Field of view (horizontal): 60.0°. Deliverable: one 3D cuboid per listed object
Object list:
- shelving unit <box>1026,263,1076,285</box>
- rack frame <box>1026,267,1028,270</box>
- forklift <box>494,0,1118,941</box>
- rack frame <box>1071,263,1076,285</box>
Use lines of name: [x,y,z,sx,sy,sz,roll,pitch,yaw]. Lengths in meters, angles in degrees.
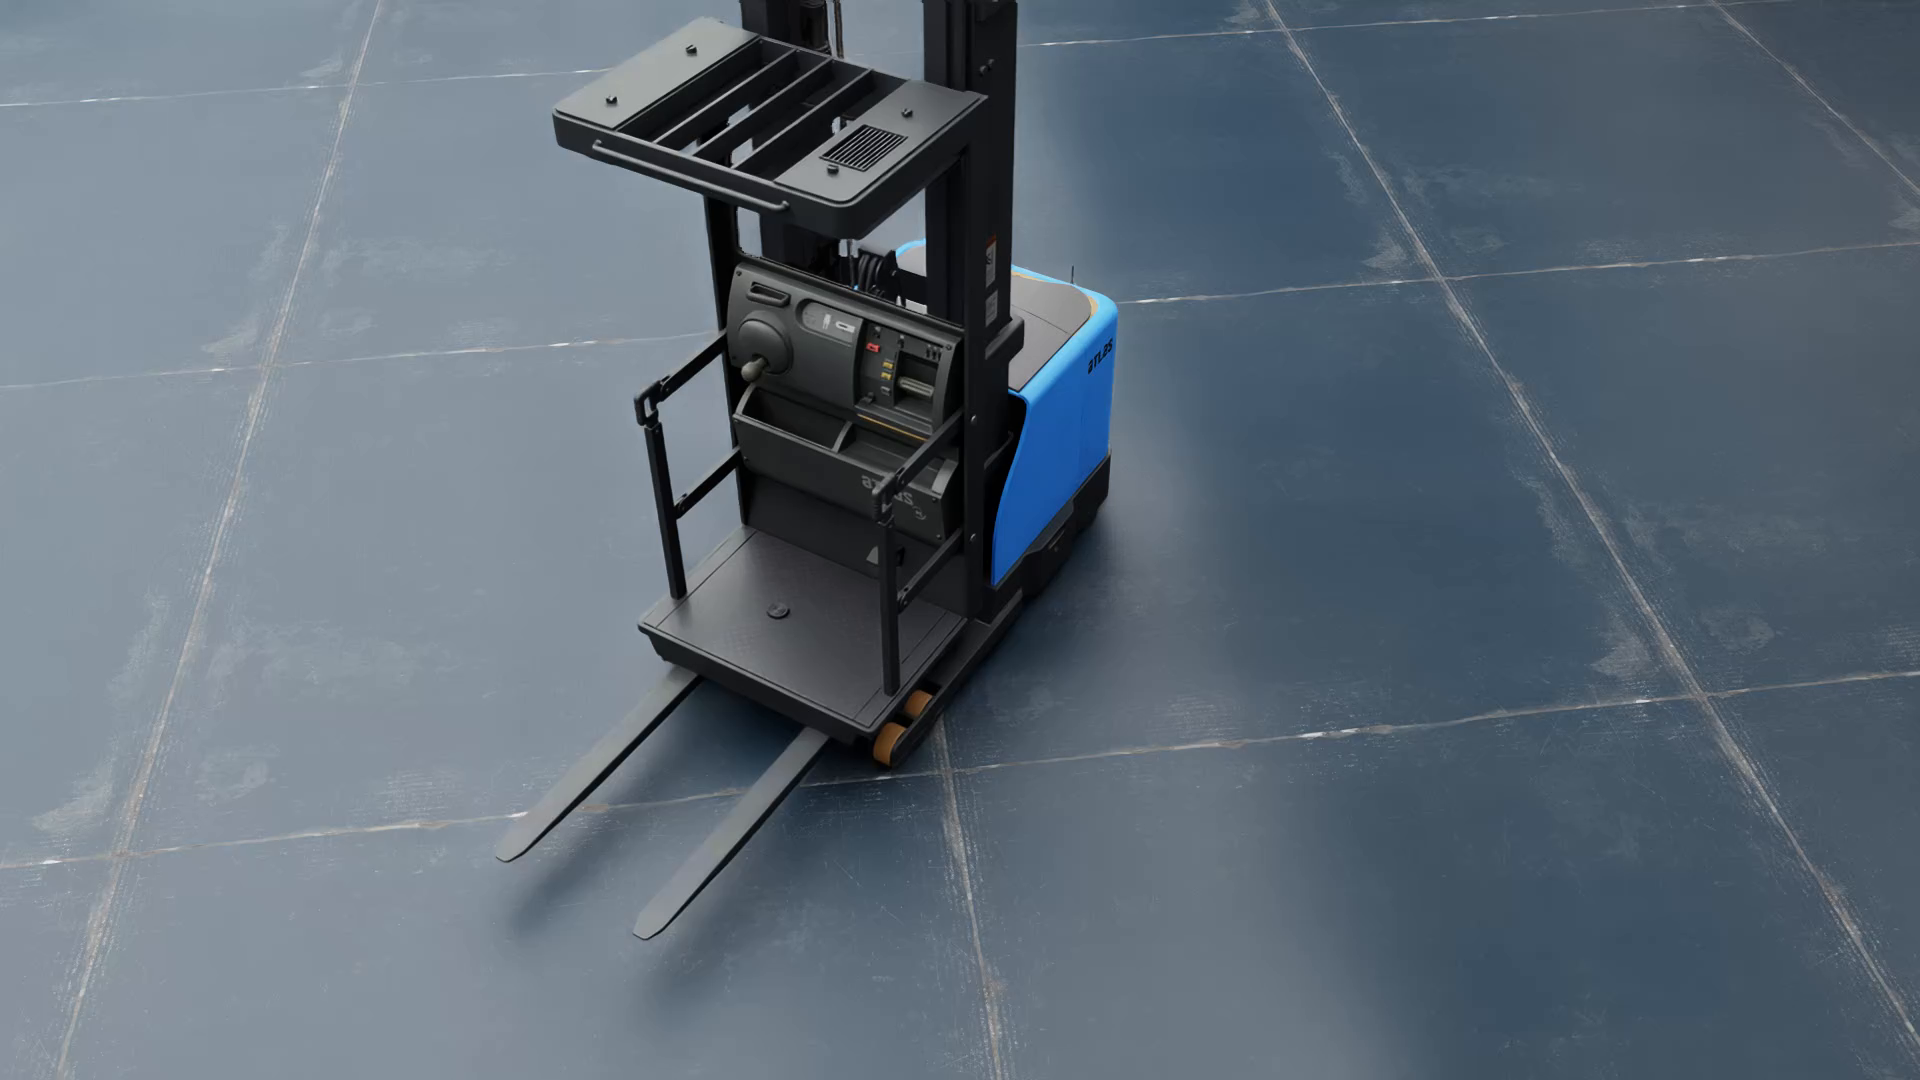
shelving unit: [0.407,-0.781,7.444,0.210,0.900,0.258,-6,42,-6]
rack frame: [0.306,-0.771,7.433,0.006,0.900,0.240,-6,42,-6]
forklift: [-0.535,-0.590,5.716,1.130,2.935,3.031,22,46,23]
rack frame: [0.507,-0.792,7.456,0.006,0.900,0.240,-6,42,-6]
